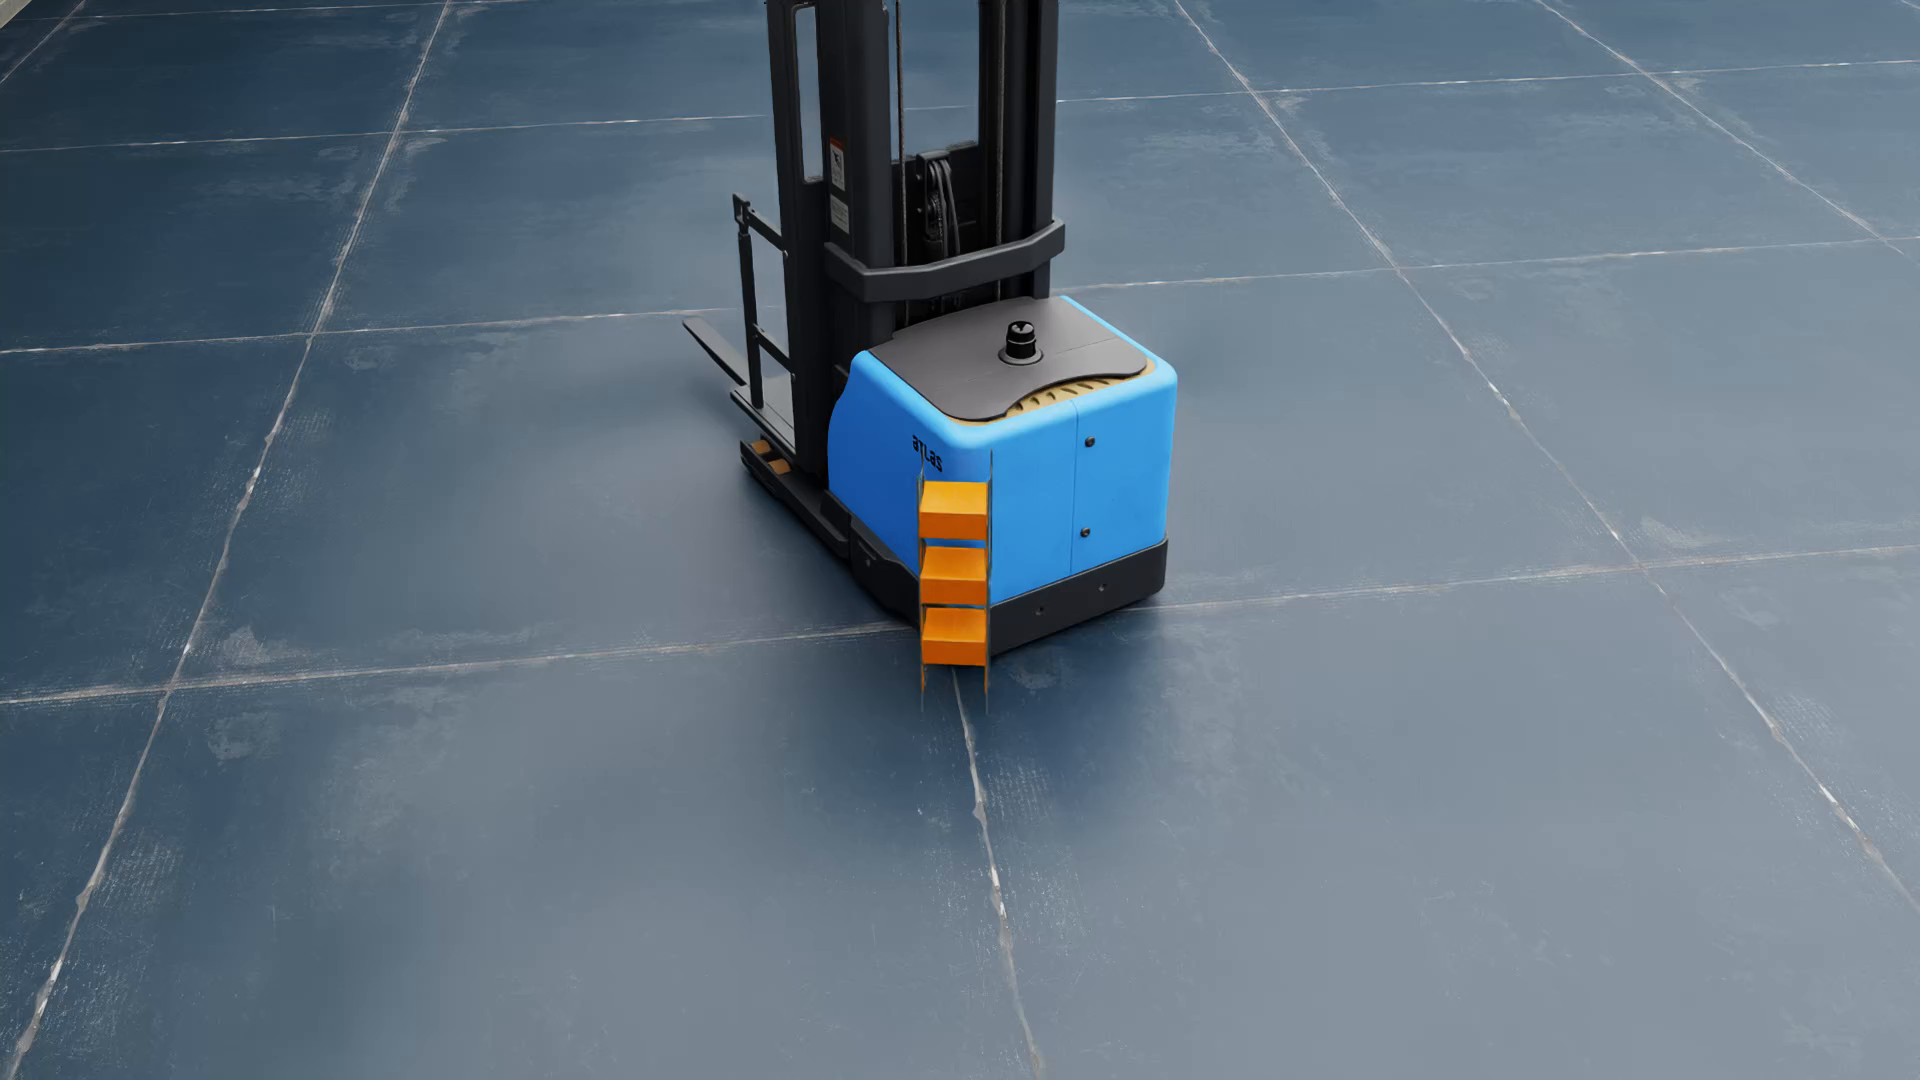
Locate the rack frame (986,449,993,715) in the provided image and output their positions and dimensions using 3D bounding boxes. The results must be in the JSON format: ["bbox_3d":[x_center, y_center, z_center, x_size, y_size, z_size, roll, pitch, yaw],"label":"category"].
[{"bbox_3d":[0.106,0.171,6.065,0.008,1.050,0.200,2,34,3],"label":"rack frame"}]

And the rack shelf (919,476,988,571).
[{"bbox_3d":[-0.016,-0.059,5.918,0.240,0.259,0.215,2,34,3],"label":"rack shelf"}]

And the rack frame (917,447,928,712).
[{"bbox_3d":[-0.137,0.162,6.079,0.008,1.050,0.200,2,34,3],"label":"rack frame"}]

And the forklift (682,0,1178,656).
[{"bbox_3d":[-0.352,-1.536,6.901,1.130,2.935,3.031,-19,39,-26],"label":"forklift"}]

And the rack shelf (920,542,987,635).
[{"bbox_3d":[-0.016,0.176,6.078,0.240,0.259,0.215,2,34,3],"label":"rack shelf"}]

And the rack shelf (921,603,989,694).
[{"bbox_3d":[-0.015,0.405,6.235,0.240,0.259,0.215,2,34,3],"label":"rack shelf"}]

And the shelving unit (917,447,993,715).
[{"bbox_3d":[-0.016,0.167,6.072,0.252,1.050,0.215,2,34,3],"label":"shelving unit"}]
